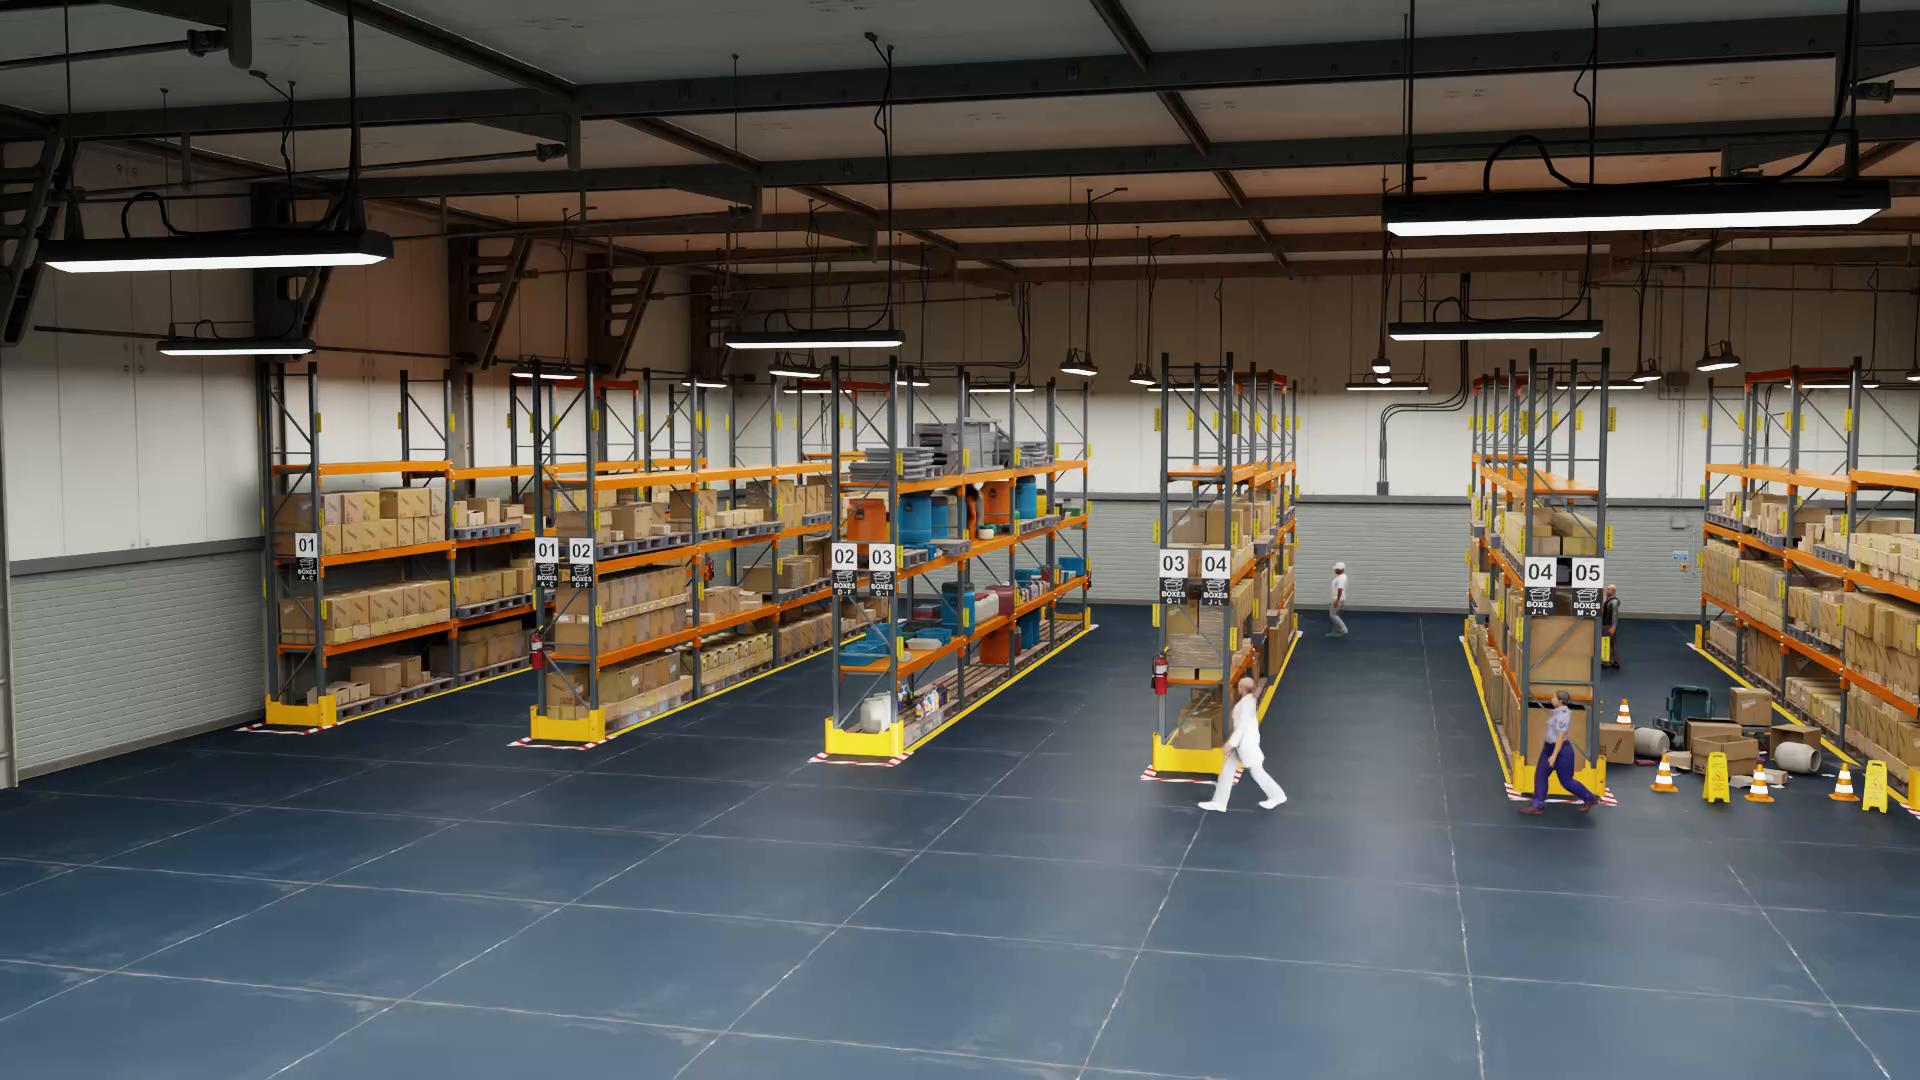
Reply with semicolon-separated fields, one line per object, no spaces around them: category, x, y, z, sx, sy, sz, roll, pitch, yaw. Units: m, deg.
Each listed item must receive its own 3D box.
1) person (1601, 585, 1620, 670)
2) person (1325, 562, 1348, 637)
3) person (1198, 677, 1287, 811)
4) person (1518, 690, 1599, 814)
person;13.232;1.766;33.897;0.453;1.725;0.556;2;5;31
person;8.802;1.398;38.827;0.535;1.771;0.605;1;4;15
person;3.635;2.597;21.352;1.078;1.684;0.517;-1;4;-17
person;7.642;2.705;21.157;0.926;1.614;0.467;-1;4;-9
